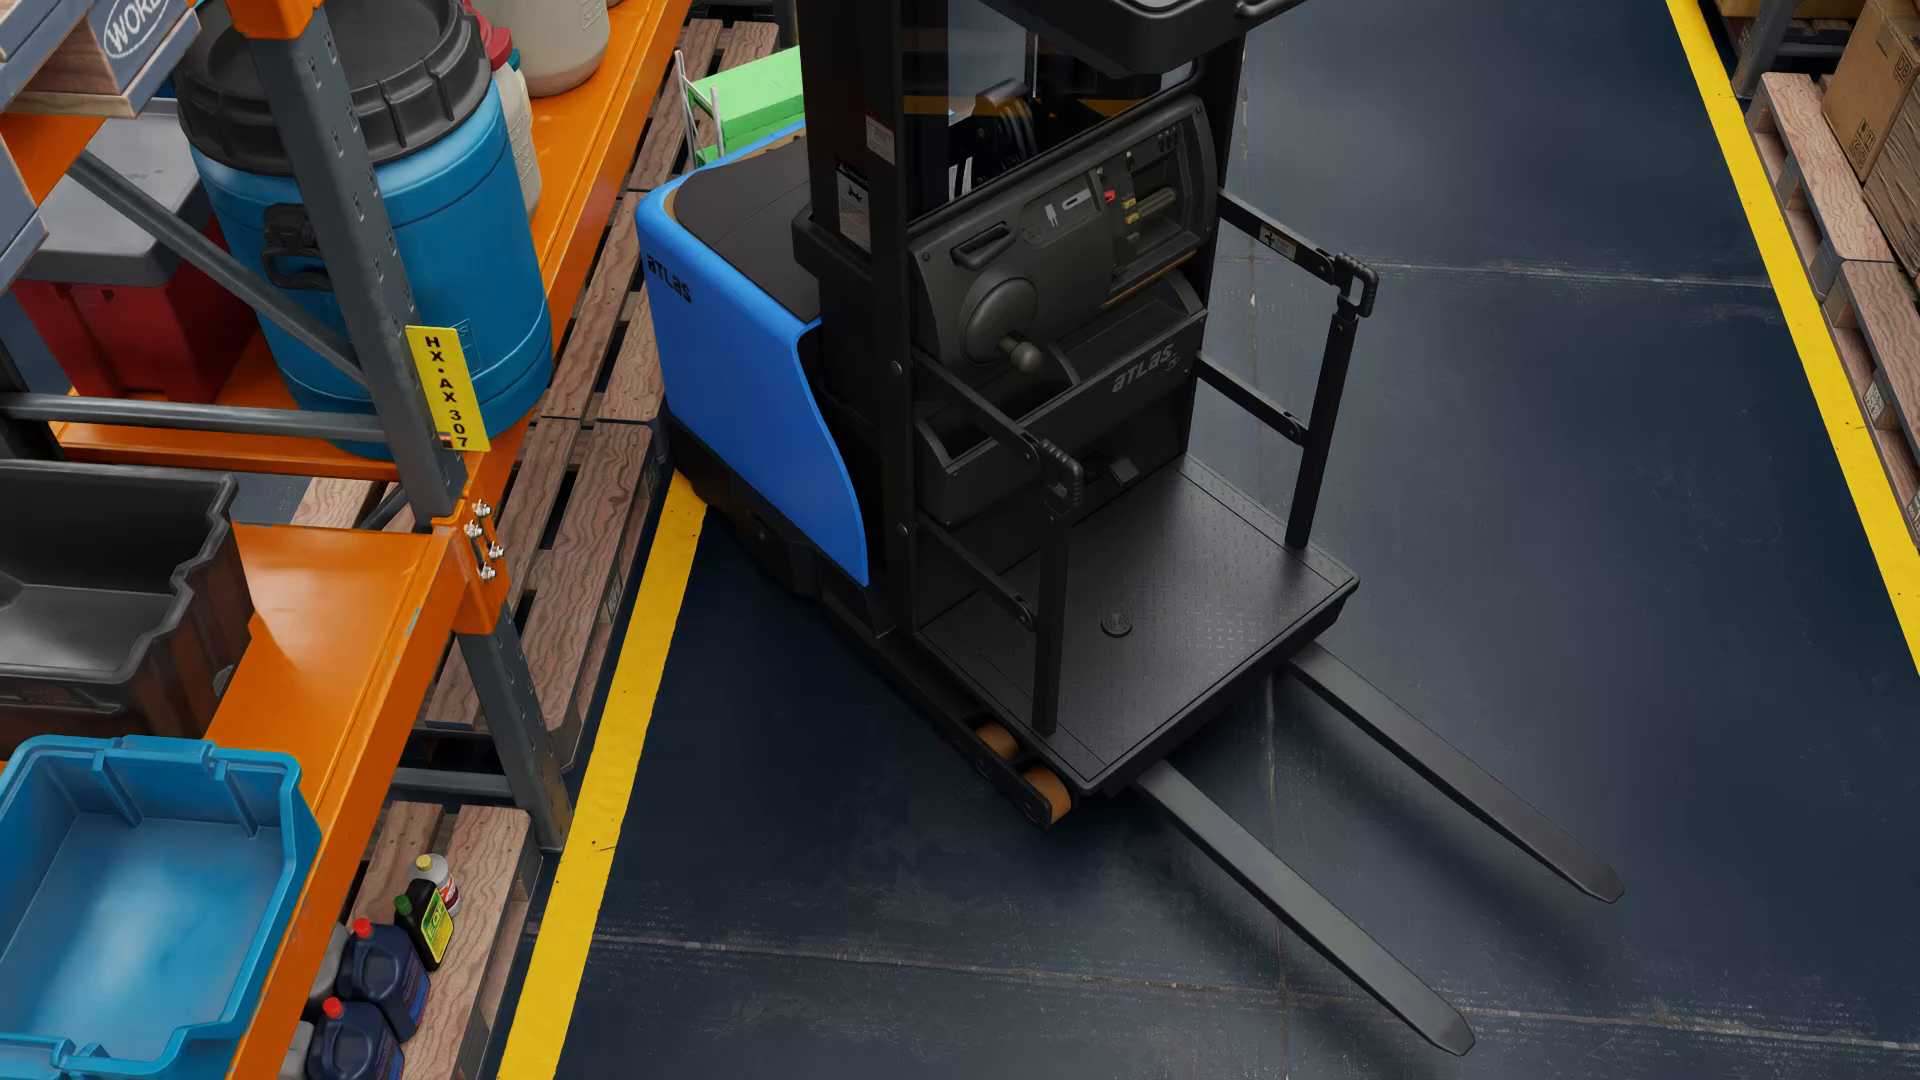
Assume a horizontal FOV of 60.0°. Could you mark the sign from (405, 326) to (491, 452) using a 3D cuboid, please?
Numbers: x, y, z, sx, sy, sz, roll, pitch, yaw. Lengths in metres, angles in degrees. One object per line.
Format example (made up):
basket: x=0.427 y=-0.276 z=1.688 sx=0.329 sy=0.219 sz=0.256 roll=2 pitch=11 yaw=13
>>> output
sign: x=-1.014 y=-0.296 z=3.301 sx=0.100 sy=0.325 sz=0.005 roll=4 pitch=48 yaw=4

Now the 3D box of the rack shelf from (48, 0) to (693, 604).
rack shelf: x=-1.378 y=-1.475 z=5.054 sx=1.077 sy=0.370 sz=4.000 roll=4 pitch=48 yaw=4

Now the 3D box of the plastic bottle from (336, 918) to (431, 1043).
plastic bottle: x=-1.332 y=0.990 z=3.808 sx=0.144 sy=0.351 sz=0.185 roll=3 pitch=48 yaw=2

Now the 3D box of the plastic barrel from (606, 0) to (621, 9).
plastic barrel: x=-1.149 y=-1.839 z=4.807 sx=0.433 sy=0.535 sz=0.433 roll=0 pitch=48 yaw=0

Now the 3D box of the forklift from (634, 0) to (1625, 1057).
forklift: x=0.413 y=-0.642 z=3.851 sx=1.130 sy=2.935 sz=3.031 roll=-33 pitch=56 yaw=-26

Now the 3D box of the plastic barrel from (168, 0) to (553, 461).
plastic barrel: x=-1.224 y=-0.681 z=3.500 sx=0.600 sy=0.901 sz=0.708 roll=4 pitch=48 yaw=4

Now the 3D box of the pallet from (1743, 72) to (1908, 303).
pallet: x=3.664 y=-1.339 z=6.331 sx=1.003 sy=0.211 sz=1.213 roll=4 pitch=48 yaw=4

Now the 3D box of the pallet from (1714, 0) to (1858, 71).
pallet: x=3.883 y=-2.487 z=7.382 sx=1.003 sy=0.211 sz=1.213 roll=4 pitch=48 yaw=4

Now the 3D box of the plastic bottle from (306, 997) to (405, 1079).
plastic bottle: x=-1.350 y=1.131 z=3.679 sx=0.144 sy=0.351 sz=0.185 roll=2 pitch=48 yaw=2

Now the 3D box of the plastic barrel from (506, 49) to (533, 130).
plastic barrel: x=-1.287 y=-1.163 z=4.375 sx=0.301 sy=0.262 sz=0.301 roll=0 pitch=48 yaw=0

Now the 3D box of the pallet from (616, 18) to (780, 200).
pallet: x=-1.305 y=-1.679 z=6.643 sx=1.003 sy=0.211 sz=1.213 roll=4 pitch=48 yaw=4

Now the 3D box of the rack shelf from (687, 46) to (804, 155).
rack shelf: x=-0.576 y=-1.362 z=5.118 sx=0.480 sy=0.148 sz=0.258 roll=-26 pitch=53 yaw=-22

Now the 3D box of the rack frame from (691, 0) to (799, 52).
rack frame: x=-1.196 y=-3.187 z=6.132 sx=1.000 sy=3.000 sz=0.127 roll=4 pitch=48 yaw=4

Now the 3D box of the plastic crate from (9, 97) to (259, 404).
plastic crate: x=-1.821 y=-0.646 z=3.765 sx=0.402 sy=0.464 sz=0.583 roll=4 pitch=48 yaw=4

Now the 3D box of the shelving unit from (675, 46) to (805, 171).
shelving unit: x=-0.576 y=-1.081 z=5.425 sx=0.503 sy=1.200 sz=0.258 roll=-26 pitch=53 yaw=-22

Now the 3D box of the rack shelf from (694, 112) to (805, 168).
rack shelf: x=-0.576 y=-1.200 z=5.295 sx=0.480 sy=0.148 sz=0.258 roll=-26 pitch=53 yaw=-22

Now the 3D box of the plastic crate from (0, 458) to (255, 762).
plastic crate: x=-1.735 y=0.149 z=3.123 sx=0.767 sy=0.338 sz=0.504 roll=4 pitch=48 yaw=4

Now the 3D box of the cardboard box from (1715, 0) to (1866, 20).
cardboard box: x=3.820 y=-2.784 z=6.919 sx=1.225 sy=0.875 sz=0.875 roll=2 pitch=48 yaw=2

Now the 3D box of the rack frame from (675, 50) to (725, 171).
rack frame: x=-0.778 y=-0.980 z=5.333 sx=0.015 sy=1.200 sz=0.240 roll=-26 pitch=53 yaw=-22

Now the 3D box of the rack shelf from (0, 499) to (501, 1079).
rack shelf: x=-1.743 y=1.465 z=2.365 sx=1.077 sy=0.370 sz=4.000 roll=4 pitch=48 yaw=4

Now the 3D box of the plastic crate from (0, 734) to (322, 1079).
plastic crate: x=-1.391 y=0.634 z=2.738 sx=0.499 sy=0.251 sz=0.616 roll=4 pitch=48 yaw=4

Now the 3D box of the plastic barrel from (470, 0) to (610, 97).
plastic barrel: x=-1.188 y=-1.521 z=4.516 sx=0.433 sy=0.535 sz=0.433 roll=0 pitch=48 yaw=0

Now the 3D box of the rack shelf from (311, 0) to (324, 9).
rack shelf: x=-1.378 y=-2.487 z=3.947 sx=1.077 sy=0.370 sz=4.000 roll=4 pitch=48 yaw=4

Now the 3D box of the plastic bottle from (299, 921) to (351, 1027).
plastic bottle: x=-1.476 y=0.981 z=3.817 sx=0.144 sy=0.351 sz=0.185 roll=4 pitch=48 yaw=4

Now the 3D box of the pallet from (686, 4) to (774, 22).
pallet: x=-1.166 y=-2.828 z=7.694 sx=1.003 sy=0.211 sz=1.213 roll=4 pitch=48 yaw=4

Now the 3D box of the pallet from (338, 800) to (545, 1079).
pallet: x=-1.663 y=1.184 z=4.024 sx=1.003 sy=0.211 sz=1.213 roll=4 pitch=48 yaw=4

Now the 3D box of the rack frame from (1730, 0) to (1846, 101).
rack frame: x=3.736 y=-2.854 z=5.828 sx=1.000 sy=3.000 sz=0.127 roll=4 pitch=48 yaw=4

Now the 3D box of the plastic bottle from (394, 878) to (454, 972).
plastic bottle: x=-1.276 y=0.896 z=3.940 sx=0.061 sy=0.283 sz=0.133 roll=6 pitch=48 yaw=5

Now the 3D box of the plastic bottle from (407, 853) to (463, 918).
plastic bottle: x=-1.283 y=0.836 z=4.051 sx=0.097 sy=0.201 sz=0.097 roll=0 pitch=48 yaw=0

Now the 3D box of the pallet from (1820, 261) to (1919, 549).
pallet: x=3.550 y=-0.445 z=5.514 sx=1.003 sy=0.211 sz=1.213 roll=4 pitch=48 yaw=4

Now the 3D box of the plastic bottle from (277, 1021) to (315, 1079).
plastic bottle: x=-1.500 y=1.165 z=3.699 sx=0.152 sy=0.276 sz=0.135 roll=4 pitch=48 yaw=4

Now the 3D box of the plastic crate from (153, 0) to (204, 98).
plastic crate: x=-1.770 y=-1.074 z=4.210 sx=0.392 sy=0.384 sz=0.575 roll=4 pitch=48 yaw=4

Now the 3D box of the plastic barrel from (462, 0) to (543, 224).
plastic barrel: x=-1.255 y=-0.982 z=4.023 sx=0.433 sy=0.535 sz=0.433 roll=0 pitch=48 yaw=0

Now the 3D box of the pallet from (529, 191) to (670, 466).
pallet: x=-1.419 y=-0.785 z=5.825 sx=1.003 sy=0.211 sz=1.213 roll=4 pitch=48 yaw=4

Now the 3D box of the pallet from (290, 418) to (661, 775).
pallet: x=-1.528 y=0.114 z=5.003 sx=1.003 sy=0.211 sz=1.213 roll=4 pitch=48 yaw=4

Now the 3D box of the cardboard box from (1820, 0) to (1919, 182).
cardboard box: x=3.695 y=-1.665 z=6.136 sx=0.700 sy=0.500 sz=0.500 roll=2 pitch=48 yaw=1

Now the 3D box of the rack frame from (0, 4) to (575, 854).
rack frame: x=-1.561 y=-0.248 z=3.444 sx=1.000 sy=3.000 sz=0.127 roll=4 pitch=48 yaw=4

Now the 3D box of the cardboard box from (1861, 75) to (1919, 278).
cardboard box: x=3.657 y=-1.257 z=5.763 sx=0.700 sy=0.500 sz=0.500 roll=0 pitch=48 yaw=0

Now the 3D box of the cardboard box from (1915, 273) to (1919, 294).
cardboard box: x=3.612 y=-0.840 z=5.381 sx=0.700 sy=0.500 sz=0.500 roll=7 pitch=48 yaw=7

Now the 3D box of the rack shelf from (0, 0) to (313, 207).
rack shelf: x=-1.743 y=0.452 z=1.258 sx=1.077 sy=0.370 sz=4.000 roll=4 pitch=48 yaw=4
